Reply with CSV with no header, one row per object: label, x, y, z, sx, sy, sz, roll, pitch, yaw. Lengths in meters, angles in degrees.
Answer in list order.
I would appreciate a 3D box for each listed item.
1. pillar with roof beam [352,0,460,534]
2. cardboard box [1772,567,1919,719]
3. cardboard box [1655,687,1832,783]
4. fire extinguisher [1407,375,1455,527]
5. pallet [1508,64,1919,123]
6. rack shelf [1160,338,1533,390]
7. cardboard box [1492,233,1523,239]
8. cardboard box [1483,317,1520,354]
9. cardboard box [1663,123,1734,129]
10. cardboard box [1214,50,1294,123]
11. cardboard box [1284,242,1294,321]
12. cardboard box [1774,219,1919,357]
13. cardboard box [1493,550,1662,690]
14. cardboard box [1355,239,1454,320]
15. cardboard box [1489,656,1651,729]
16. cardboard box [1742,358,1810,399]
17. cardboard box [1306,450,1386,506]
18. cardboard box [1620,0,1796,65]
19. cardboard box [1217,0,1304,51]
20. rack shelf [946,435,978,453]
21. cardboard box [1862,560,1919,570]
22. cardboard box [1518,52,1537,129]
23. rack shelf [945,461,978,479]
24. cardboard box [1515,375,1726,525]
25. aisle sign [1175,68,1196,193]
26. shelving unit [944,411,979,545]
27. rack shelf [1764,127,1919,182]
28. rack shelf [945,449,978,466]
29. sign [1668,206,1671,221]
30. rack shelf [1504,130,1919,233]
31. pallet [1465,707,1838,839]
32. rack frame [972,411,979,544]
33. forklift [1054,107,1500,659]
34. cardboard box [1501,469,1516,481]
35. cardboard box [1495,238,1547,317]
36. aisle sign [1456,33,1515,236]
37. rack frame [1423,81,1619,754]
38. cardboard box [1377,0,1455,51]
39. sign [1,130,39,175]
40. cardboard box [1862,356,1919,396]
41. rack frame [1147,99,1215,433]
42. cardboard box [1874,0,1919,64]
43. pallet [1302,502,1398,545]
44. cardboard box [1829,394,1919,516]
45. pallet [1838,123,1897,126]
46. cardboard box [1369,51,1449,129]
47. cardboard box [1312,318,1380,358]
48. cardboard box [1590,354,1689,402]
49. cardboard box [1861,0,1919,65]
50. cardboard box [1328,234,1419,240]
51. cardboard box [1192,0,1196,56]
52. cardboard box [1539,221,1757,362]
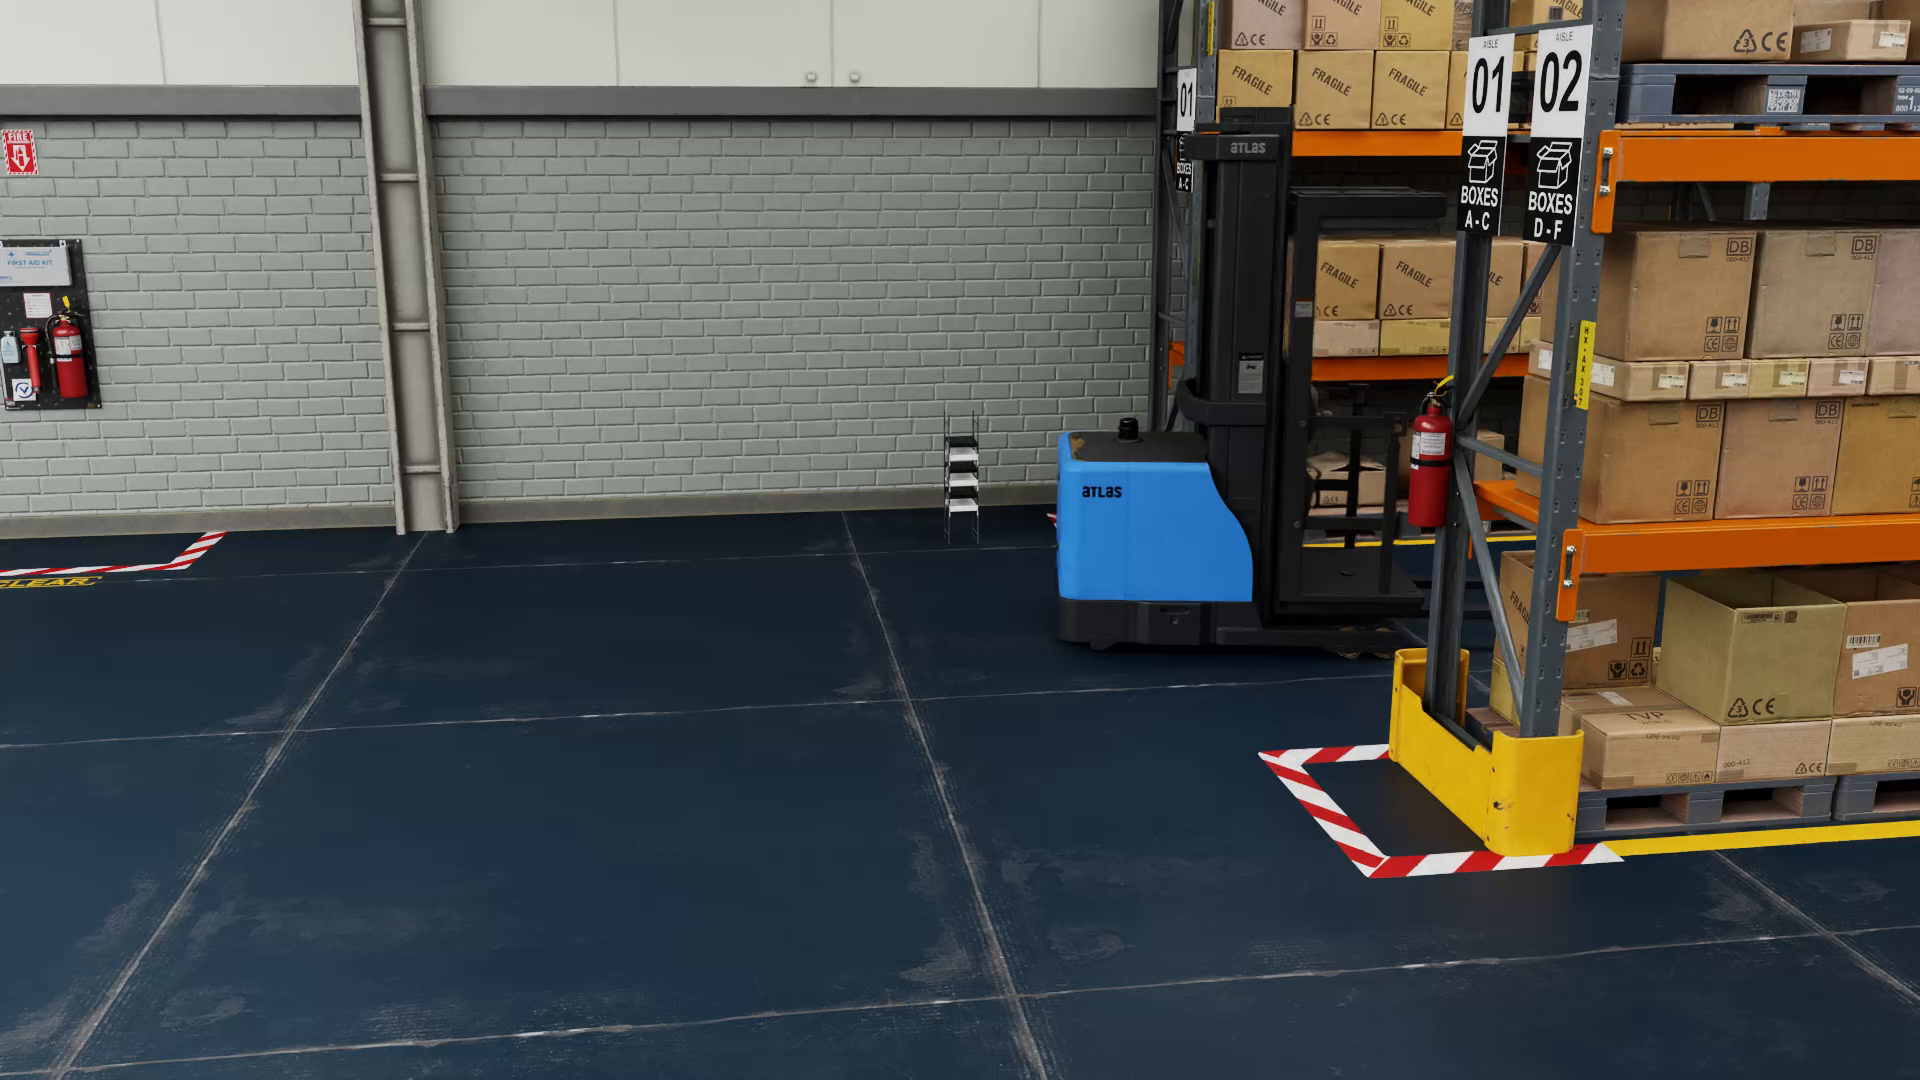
pillar with roof beam,-3.208,-3.413,6.831,0.400,9.000,9.100,-2,14,-8
cardboard box,3.812,0.430,7.090,0.500,0.500,0.500,-2,14,-8
cardboard box,3.319,0.814,7.099,0.500,0.250,0.500,-2,14,-8
fire extinguisher,2.076,-0.401,7.313,0.183,0.674,0.296,-2,14,-8
pallet,2.965,-1.762,6.599,1.213,0.211,1.003,-2,14,-8
rack shelf,3.498,-1.246,12.003,4.000,0.370,1.077,-2,14,-8
cardboard box,3.974,-1.967,12.123,0.500,0.500,0.500,-2,14,-7
cardboard box,3.566,-1.458,11.635,0.500,0.250,0.500,-2,14,-8
cardboard box,5.010,-3.103,11.514,0.500,0.500,0.500,-2,14,-7
cardboard box,1.888,-2.988,11.055,0.500,0.500,0.500,-2,14,-7
cardboard box,2.037,-1.768,11.331,0.500,0.500,0.500,-2,14,-8
cardboard box,3.795,-1.063,6.923,0.500,0.500,0.700,-2,14,-8
cardboard box,2.748,0.344,7.430,0.500,0.500,0.500,-2,14,-8
cardboard box,3.039,-1.801,11.462,0.500,0.500,0.500,-3,14,-10
cardboard box,2.748,0.708,7.520,0.500,0.250,0.500,-2,14,-8
cardboard box,3.189,-0.675,6.710,0.250,0.149,0.380,-2,14,-8
cardboard box,2.781,-0.456,11.996,0.500,0.311,0.500,-1,14,-4
cardboard box,2.831,-2.127,6.509,0.637,0.503,0.797,-1,14,-4
cardboard box,1.937,-3.476,10.948,0.500,0.500,0.500,-3,14,-12
rack shelf,0.008,-0.666,11.556,0.200,0.077,0.258,-2,14,-8
cardboard box,4.229,0.287,7.660,0.500,0.500,0.500,-2,14,-8
cardboard box,3.969,-3.058,11.337,0.500,0.500,0.500,-3,14,-11
rack shelf,0.008,-0.492,11.600,0.200,0.077,0.258,-2,14,-8
cardboard box,2.725,-0.393,6.918,0.500,0.500,0.700,-2,14,-8
aisle sign,1.494,-2.709,11.012,0.004,0.787,0.394,-2,14,-8
shelving unit,0.008,-0.437,11.614,0.210,0.900,0.258,-2,14,-8
rack shelf,7.453,-2.846,12.216,4.000,0.370,1.077,-2,14,-8
rack shelf,0.008,-0.579,11.578,0.200,0.077,0.258,-2,14,-8
sign,5.389,-2.362,12.595,0.005,0.325,0.100,-2,14,-8
rack shelf,4.239,-1.509,6.887,4.000,0.370,1.077,-2,14,-8
pallet,3.012,0.984,7.365,1.213,0.211,1.003,-2,14,-8
rack frame,0.109,-0.440,11.628,0.006,0.900,0.240,-2,14,-8
forklift,2.069,-0.903,9.296,3.031,2.935,1.130,0,14,2
cardboard box,3.891,-0.445,12.285,0.250,0.149,0.380,-3,14,-13
cardboard box,4.062,-1.841,11.624,0.500,0.500,0.500,-3,14,-10
aisle sign,2.153,-1.660,6.831,0.004,0.787,0.394,-2,14,-8
rack frame,2.262,-0.331,6.875,0.127,3.000,1.000,-2,14,-8
cardboard box,2.946,-3.503,11.056,0.500,0.500,0.500,-2,14,-7
sign,-6.322,-2.606,11.182,0.199,0.298,0.001,-2,14,-8
cardboard box,3.703,-0.694,6.785,0.250,0.149,0.380,-3,14,-10
rack frame,1.520,-1.522,11.626,0.127,3.000,1.000,-2,14,-8
cardboard box,3.945,-2.100,6.408,0.500,0.500,0.500,-2,14,-8
pallet,2.404,-0.194,12.060,1.213,0.211,1.003,-2,14,-8
cardboard box,3.736,-0.430,7.065,0.500,0.500,0.700,-2,14,-8
pallet,7.127,-3.066,12.002,1.003,0.211,1.213,-2,14,-8
cardboard box,2.937,-3.018,11.177,0.500,0.500,0.500,-1,14,-6
cardboard box,2.561,-1.423,11.497,0.500,0.250,0.500,-3,14,-10
cardboard box,2.682,-0.657,6.634,0.250,0.149,0.380,-2,14,-9
cardboard box,3.911,-2.140,6.953,0.500,0.311,0.500,0,14,-2
cardboard box,2.964,-1.927,11.965,0.500,0.500,0.500,-2,14,-10
cardboard box,1.908,-3.599,11.438,0.500,0.500,0.500,-1,14,-6
cardboard box,2.778,-1.025,6.768,0.500,0.500,0.700,-2,14,-8
